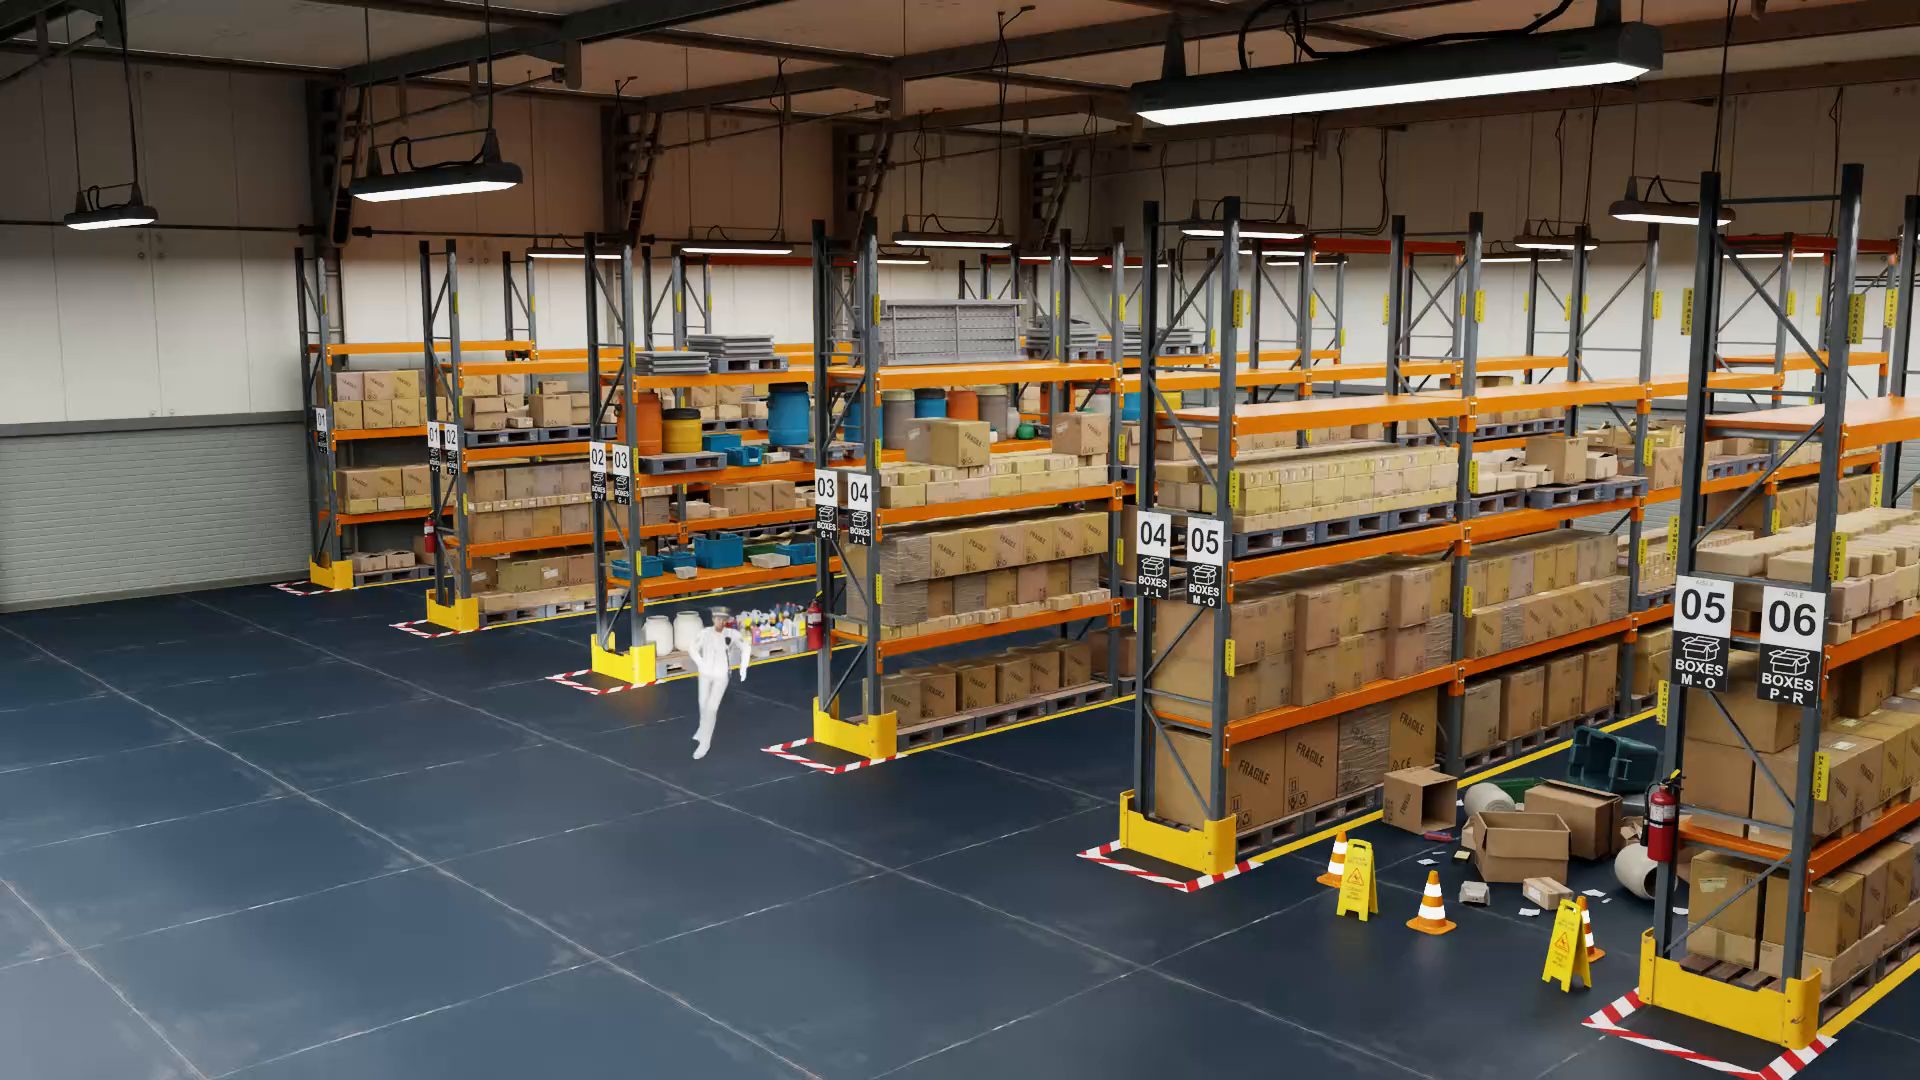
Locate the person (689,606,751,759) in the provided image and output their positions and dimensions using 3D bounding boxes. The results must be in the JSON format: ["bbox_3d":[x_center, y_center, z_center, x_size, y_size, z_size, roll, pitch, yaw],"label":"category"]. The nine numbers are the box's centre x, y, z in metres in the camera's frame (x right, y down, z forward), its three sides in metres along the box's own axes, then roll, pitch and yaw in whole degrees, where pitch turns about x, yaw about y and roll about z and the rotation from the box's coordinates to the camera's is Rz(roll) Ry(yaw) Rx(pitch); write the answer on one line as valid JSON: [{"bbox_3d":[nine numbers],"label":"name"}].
[{"bbox_3d":[-2.771,1.574,18.970,0.716,1.701,0.812,1,8,6],"label":"person"}]
